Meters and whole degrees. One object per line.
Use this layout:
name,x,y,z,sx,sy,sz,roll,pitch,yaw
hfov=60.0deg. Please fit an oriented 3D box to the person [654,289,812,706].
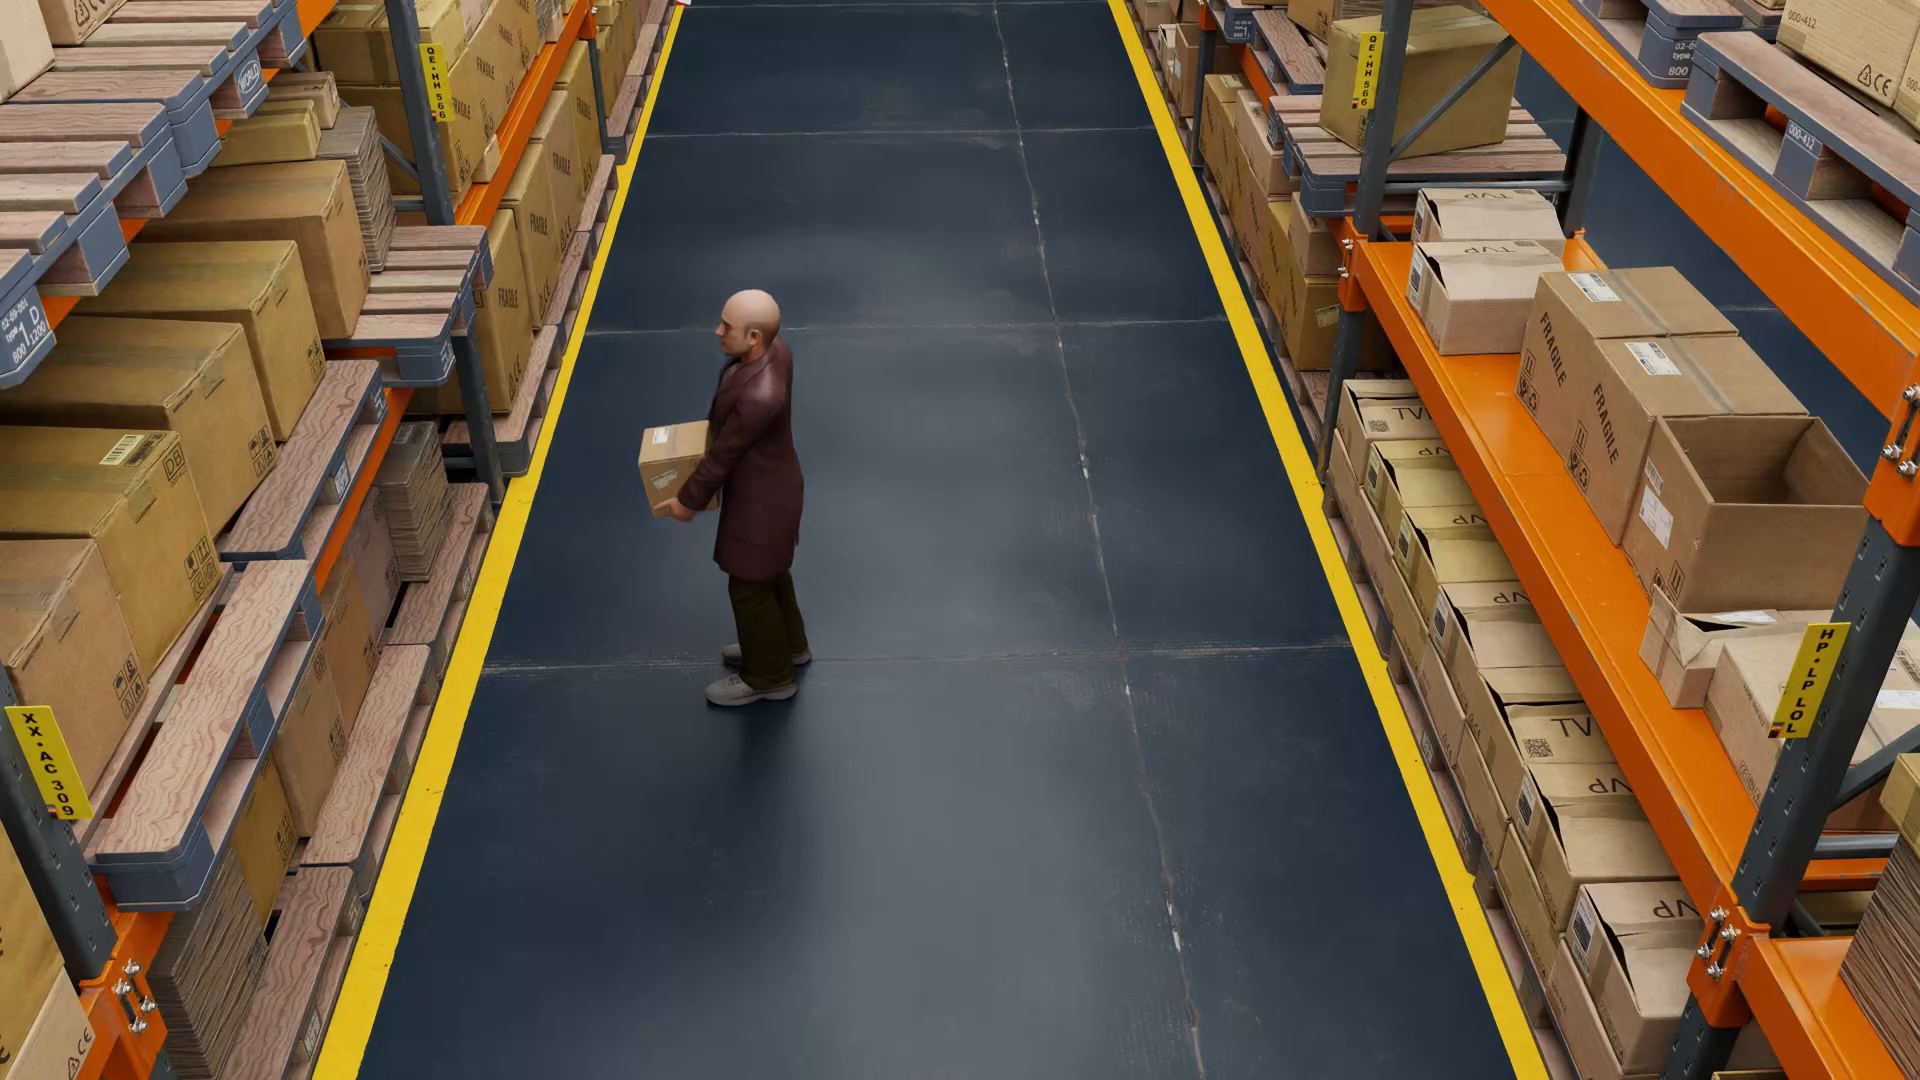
person,-0.875,-0.058,6.435,0.556,1.561,0.526,-2,35,-3
